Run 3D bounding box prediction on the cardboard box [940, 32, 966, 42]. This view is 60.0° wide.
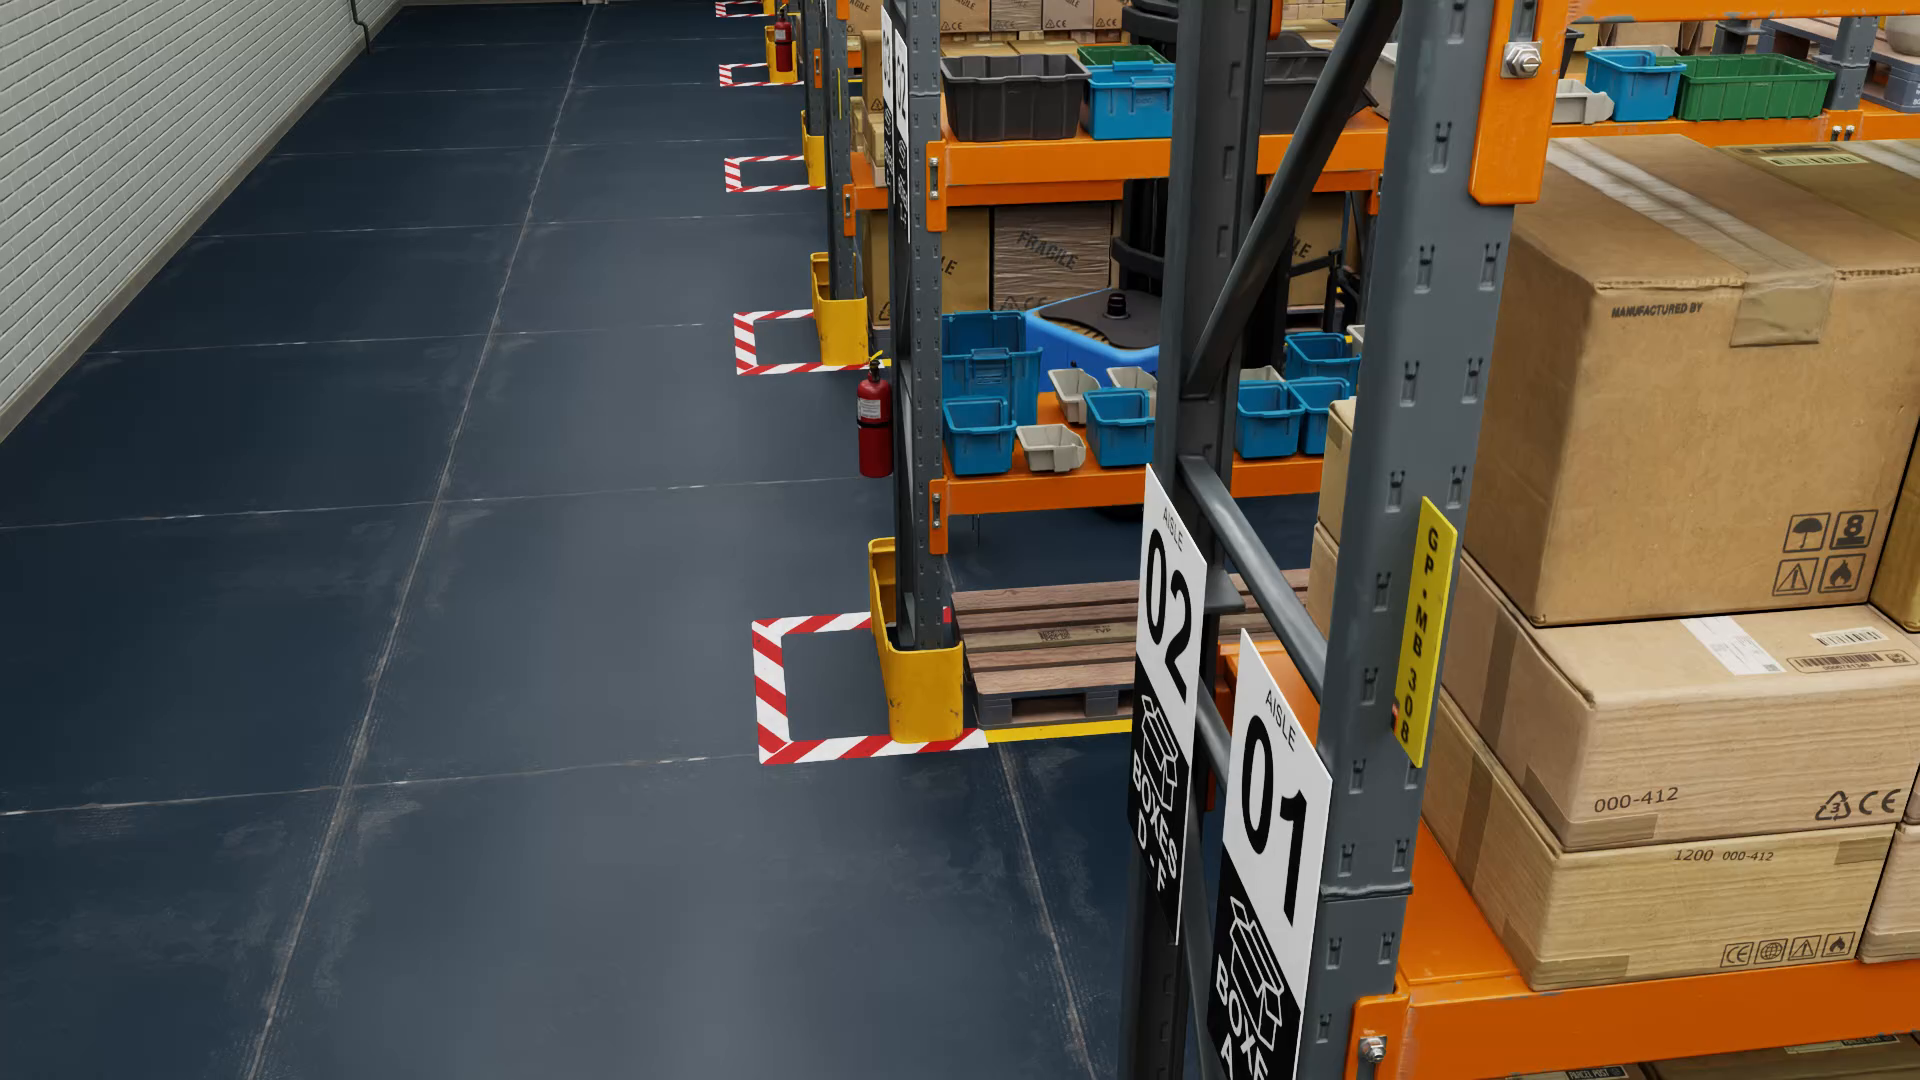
[{"bbox_3d":[-0.093,-5.009,16.502,0.250,0.149,0.380,-4,27,-8],"label":"cardboard box"}]

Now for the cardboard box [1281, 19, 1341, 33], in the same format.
[{"bbox_3d":[2.553,-3.626,12.548,0.500,0.500,0.500,-4,27,-7],"label":"cardboard box"}]

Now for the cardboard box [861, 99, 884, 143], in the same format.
[{"bbox_3d":[-0.455,-3.104,12.352,0.500,0.250,0.500,-4,27,-8],"label":"cardboard box"}]

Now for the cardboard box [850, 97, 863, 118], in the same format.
[{"bbox_3d":[-1.000,-4.467,17.182,0.250,0.149,0.380,-3,27,-7],"label":"cardboard box"}]

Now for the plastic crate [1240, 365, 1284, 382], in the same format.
[{"bbox_3d":[1.427,-0.759,8.167,0.250,0.136,0.298,-4,27,-7],"label":"plastic crate"}]

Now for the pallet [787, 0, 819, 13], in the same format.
[{"bbox_3d":[-2.109,-8.426,25.941,1.213,0.211,1.003,-4,27,-7],"label":"pallet"}]

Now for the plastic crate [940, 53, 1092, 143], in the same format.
[{"bbox_3d":[0.212,-1.823,6.875,0.590,0.269,0.497,-4,27,-7],"label":"plastic crate"}]

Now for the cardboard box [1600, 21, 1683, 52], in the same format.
[{"bbox_3d":[4.989,-3.762,12.588,0.637,0.503,0.797,-3,27,-5],"label":"cardboard box"}]

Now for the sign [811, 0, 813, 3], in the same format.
[{"bbox_3d":[-1.413,-5.276,15.798,0.005,0.325,0.100,-4,27,-7],"label":"sign"}]

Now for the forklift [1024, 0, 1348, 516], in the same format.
[{"bbox_3d":[1.804,-1.984,10.407,3.031,2.935,1.130,-20,33,-34],"label":"forklift"}]

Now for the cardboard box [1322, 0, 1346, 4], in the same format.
[{"bbox_3d":[3.696,-5.466,16.606,0.250,0.149,0.380,-5,28,-9],"label":"cardboard box"}]

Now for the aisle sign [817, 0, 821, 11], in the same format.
[{"bbox_3d":[-1.011,-4.175,11.753,0.004,0.787,0.394,-4,27,-7],"label":"aisle sign"}]

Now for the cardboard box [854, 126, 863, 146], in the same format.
[{"bbox_3d":[-0.934,-4.104,16.800,0.250,0.149,0.380,-3,27,-5],"label":"cardboard box"}]

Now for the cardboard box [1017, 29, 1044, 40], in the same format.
[{"bbox_3d":[0.684,-5.023,16.528,0.250,0.149,0.380,-3,27,-6],"label":"cardboard box"}]

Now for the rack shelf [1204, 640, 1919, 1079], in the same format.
[{"bbox_3d":[2.459,0.450,3.090,4.000,0.370,1.077,-4,27,-7],"label":"rack shelf"}]

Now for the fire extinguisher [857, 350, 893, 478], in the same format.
[{"bbox_3d":[-0.420,-0.644,8.212,0.183,0.674,0.296,-4,27,-7],"label":"fire extinguisher"}]

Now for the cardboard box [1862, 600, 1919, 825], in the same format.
[{"bbox_3d":[1.520,0.157,2.488,0.500,0.250,0.500,-4,27,-7],"label":"cardboard box"}]

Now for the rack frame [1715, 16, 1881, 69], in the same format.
[{"bbox_3d":[3.753,-3.572,6.854,0.127,3.000,1.000,-4,27,-7],"label":"rack frame"}]

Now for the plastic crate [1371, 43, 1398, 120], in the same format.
[{"bbox_3d":[2.030,-1.932,7.073,0.530,0.282,0.437,-4,27,-7],"label":"plastic crate"}]

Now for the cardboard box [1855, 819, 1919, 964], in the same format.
[{"bbox_3d":[1.520,0.380,2.603,0.500,0.250,0.500,-4,27,-7],"label":"cardboard box"}]

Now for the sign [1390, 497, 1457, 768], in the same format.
[{"bbox_3d":[0.554,0.113,2.001,0.005,0.325,0.100,-4,27,-7],"label":"sign"}]

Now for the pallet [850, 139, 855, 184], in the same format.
[{"bbox_3d":[-0.604,-3.936,17.189,1.213,0.211,1.003,-4,27,-7],"label":"pallet"}]

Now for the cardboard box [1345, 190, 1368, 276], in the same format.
[{"bbox_3d":[3.694,-2.433,13.073,0.875,0.875,1.225,-4,27,-7],"label":"cardboard box"}]

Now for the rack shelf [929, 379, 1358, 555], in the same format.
[{"bbox_3d":[1.773,-0.455,8.140,4.000,0.370,1.077,-4,27,-7],"label":"rack shelf"}]

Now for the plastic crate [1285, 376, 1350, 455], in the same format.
[{"bbox_3d":[1.684,-0.570,7.693,0.300,0.233,0.416,-4,27,-7],"label":"plastic crate"}]

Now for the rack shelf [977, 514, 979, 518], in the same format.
[{"bbox_3d":[-0.008,-0.210,9.641,0.200,0.077,0.258,-4,27,-7],"label":"rack shelf"}]

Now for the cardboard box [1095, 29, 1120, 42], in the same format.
[{"bbox_3d":[1.444,-5.114,16.705,0.250,0.149,0.380,-4,27,-9],"label":"cardboard box"}]

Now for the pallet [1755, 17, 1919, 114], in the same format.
[{"bbox_3d":[4.516,-2.247,7.765,1.003,0.211,1.213,-4,27,-7],"label":"pallet"}]

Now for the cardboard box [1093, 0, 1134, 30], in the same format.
[{"bbox_3d":[1.518,-5.376,16.507,0.500,0.500,0.500,-4,27,-9],"label":"cardboard box"}]

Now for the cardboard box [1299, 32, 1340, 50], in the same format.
[{"bbox_3d":[2.645,-3.391,12.090,0.500,0.500,0.500,-3,27,-6],"label":"cardboard box"}]

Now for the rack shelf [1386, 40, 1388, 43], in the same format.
[{"bbox_3d":[4.453,-5.198,17.382,4.000,0.370,1.077,-4,27,-7],"label":"rack shelf"}]

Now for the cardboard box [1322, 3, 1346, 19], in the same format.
[{"bbox_3d":[3.697,-5.332,16.672,0.250,0.149,0.380,-3,27,-7],"label":"cardboard box"}]

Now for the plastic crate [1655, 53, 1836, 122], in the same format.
[{"bbox_3d":[3.376,-1.979,7.268,0.662,0.188,0.450,-4,27,-7],"label":"plastic crate"}]

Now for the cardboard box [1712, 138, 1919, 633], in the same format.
[{"bbox_3d":[1.492,-0.266,2.493,0.500,0.500,0.700,-4,27,-7],"label":"cardboard box"}]

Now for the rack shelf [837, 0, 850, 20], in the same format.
[{"bbox_3d":[1.083,-4.029,11.819,4.000,0.370,1.077,-4,27,-7],"label":"rack shelf"}]

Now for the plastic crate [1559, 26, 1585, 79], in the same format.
[{"bbox_3d":[2.485,-2.224,7.656,0.590,0.269,0.497,-4,27,-7],"label":"plastic crate"}]

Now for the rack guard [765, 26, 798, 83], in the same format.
[{"bbox_3d":[-2.302,-6.254,21.390,0.348,0.500,1.175,-4,27,-7],"label":"rack guard"}]

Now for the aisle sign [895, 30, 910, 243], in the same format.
[{"bbox_3d":[-0.238,-1.666,6.864,0.004,0.787,0.394,-4,27,-7],"label":"aisle sign"}]

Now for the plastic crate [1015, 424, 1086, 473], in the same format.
[{"bbox_3d":[0.412,-0.407,7.482,0.298,0.136,0.250,-4,27,-7],"label":"plastic crate"}]

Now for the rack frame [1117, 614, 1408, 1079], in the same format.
[{"bbox_3d":[0.479,1.591,3.363,0.127,3.000,1.000,-4,27,-7],"label":"rack frame"}]

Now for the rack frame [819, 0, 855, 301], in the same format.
[{"bbox_3d":[-0.898,-2.887,12.091,0.127,3.000,1.000,-4,27,-7],"label":"rack frame"}]

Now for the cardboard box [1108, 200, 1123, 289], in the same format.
[{"bbox_3d":[1.507,-2.320,12.854,0.875,0.875,0.875,-4,27,-7],"label":"cardboard box"}]

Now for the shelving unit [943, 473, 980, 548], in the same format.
[{"bbox_3d":[-0.008,-0.400,9.544,0.210,0.900,0.258,-4,27,-7],"label":"shelving unit"}]

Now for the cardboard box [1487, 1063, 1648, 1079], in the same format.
[{"bbox_3d":[0.955,1.193,2.935,0.500,0.500,0.500,-3,27,-6],"label":"cardboard box"}]

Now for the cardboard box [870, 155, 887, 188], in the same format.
[{"bbox_3d":[-0.500,-2.649,11.902,0.250,0.149,0.380,-3,27,-7],"label":"cardboard box"}]

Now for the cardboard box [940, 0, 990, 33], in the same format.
[{"bbox_3d":[0.008,-5.287,16.334,0.500,0.500,0.500,-3,27,-6],"label":"cardboard box"}]

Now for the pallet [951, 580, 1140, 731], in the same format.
[{"bbox_3d":[0.614,0.557,8.432,1.213,0.211,1.003,-4,27,-7],"label":"pallet"}]
